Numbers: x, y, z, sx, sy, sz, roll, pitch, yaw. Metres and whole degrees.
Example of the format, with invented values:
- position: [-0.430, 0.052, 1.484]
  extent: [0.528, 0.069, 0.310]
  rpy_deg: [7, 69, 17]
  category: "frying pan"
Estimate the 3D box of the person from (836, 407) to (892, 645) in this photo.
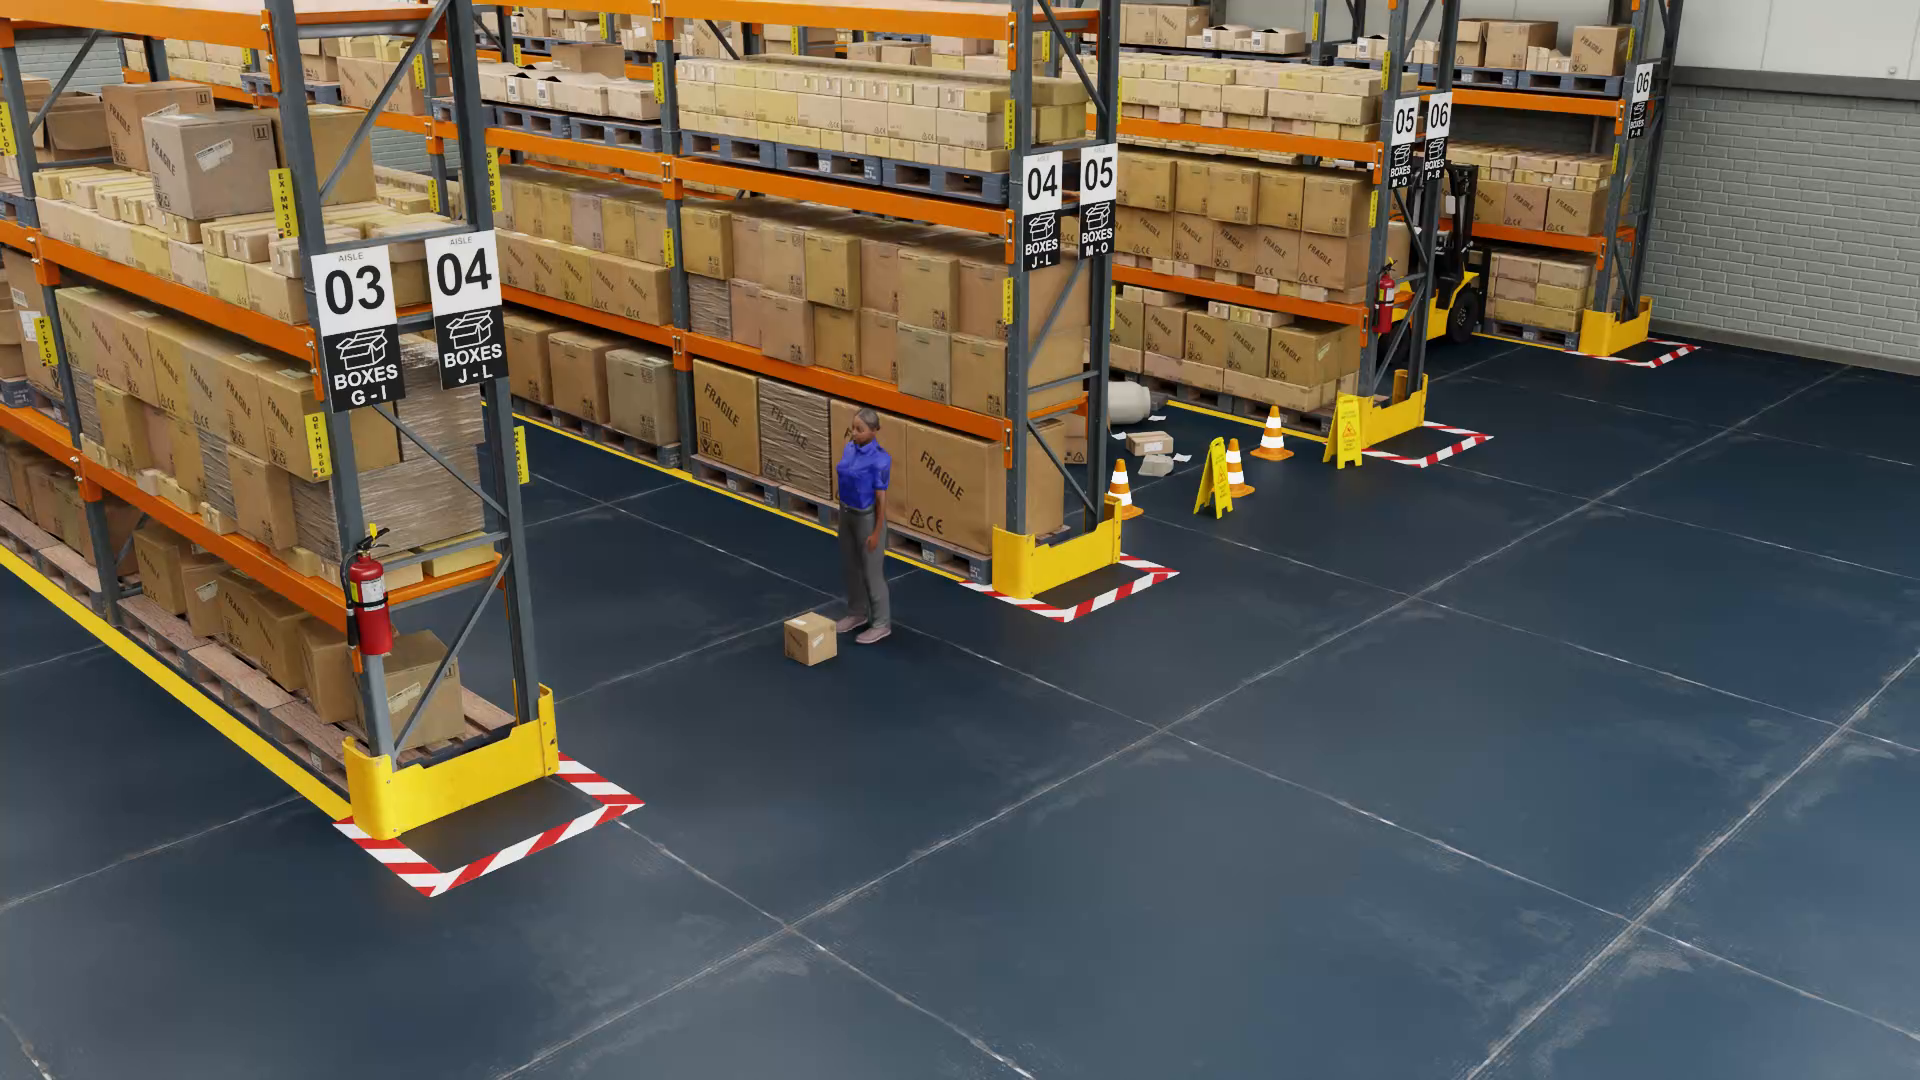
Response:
- position: [-0.671, -0.106, 11.379]
  extent: [0.304, 1.666, 0.471]
  rpy_deg: [-19, 28, -41]
  category: "person"
